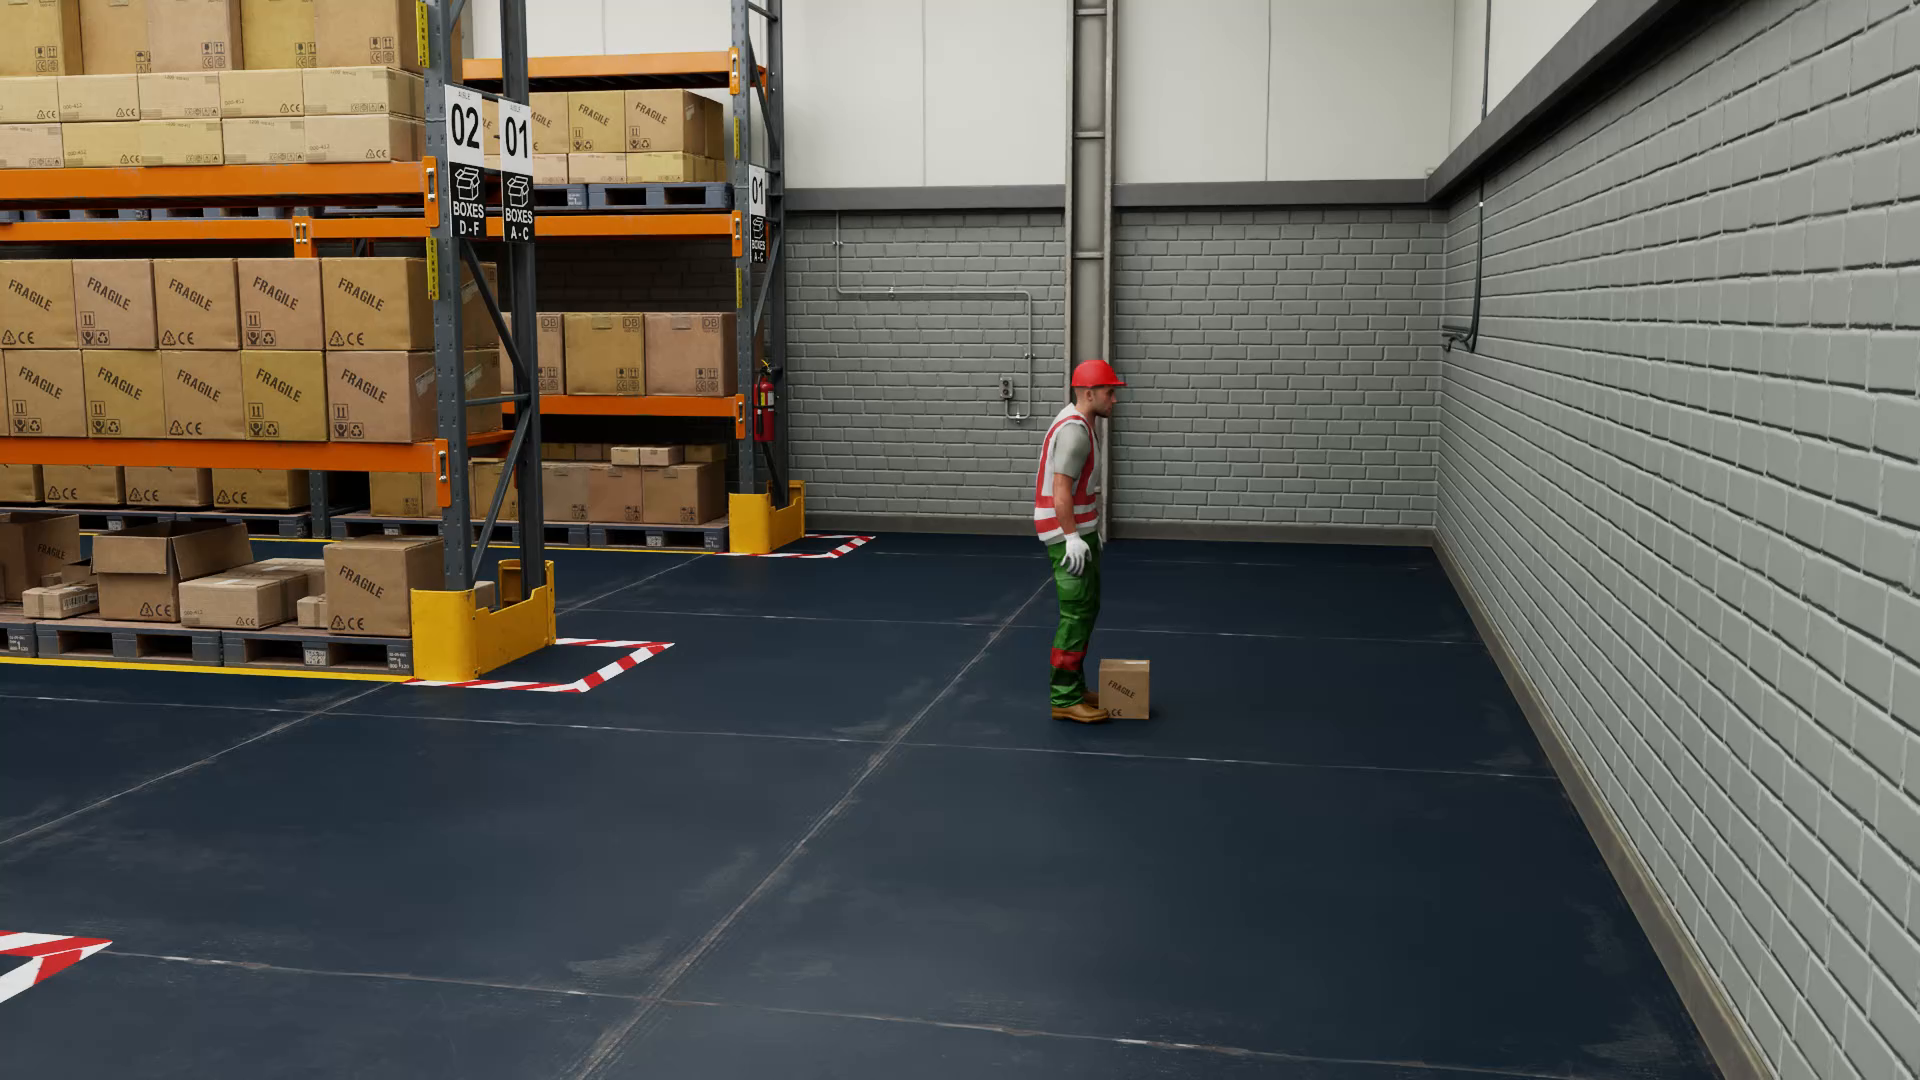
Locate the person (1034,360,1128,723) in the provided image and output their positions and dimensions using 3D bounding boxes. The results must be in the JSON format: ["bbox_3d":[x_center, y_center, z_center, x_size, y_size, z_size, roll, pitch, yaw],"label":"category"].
[{"bbox_3d":[0.602,-0.009,8.326,0.453,1.778,0.606,2,8,11],"label":"person"}]
